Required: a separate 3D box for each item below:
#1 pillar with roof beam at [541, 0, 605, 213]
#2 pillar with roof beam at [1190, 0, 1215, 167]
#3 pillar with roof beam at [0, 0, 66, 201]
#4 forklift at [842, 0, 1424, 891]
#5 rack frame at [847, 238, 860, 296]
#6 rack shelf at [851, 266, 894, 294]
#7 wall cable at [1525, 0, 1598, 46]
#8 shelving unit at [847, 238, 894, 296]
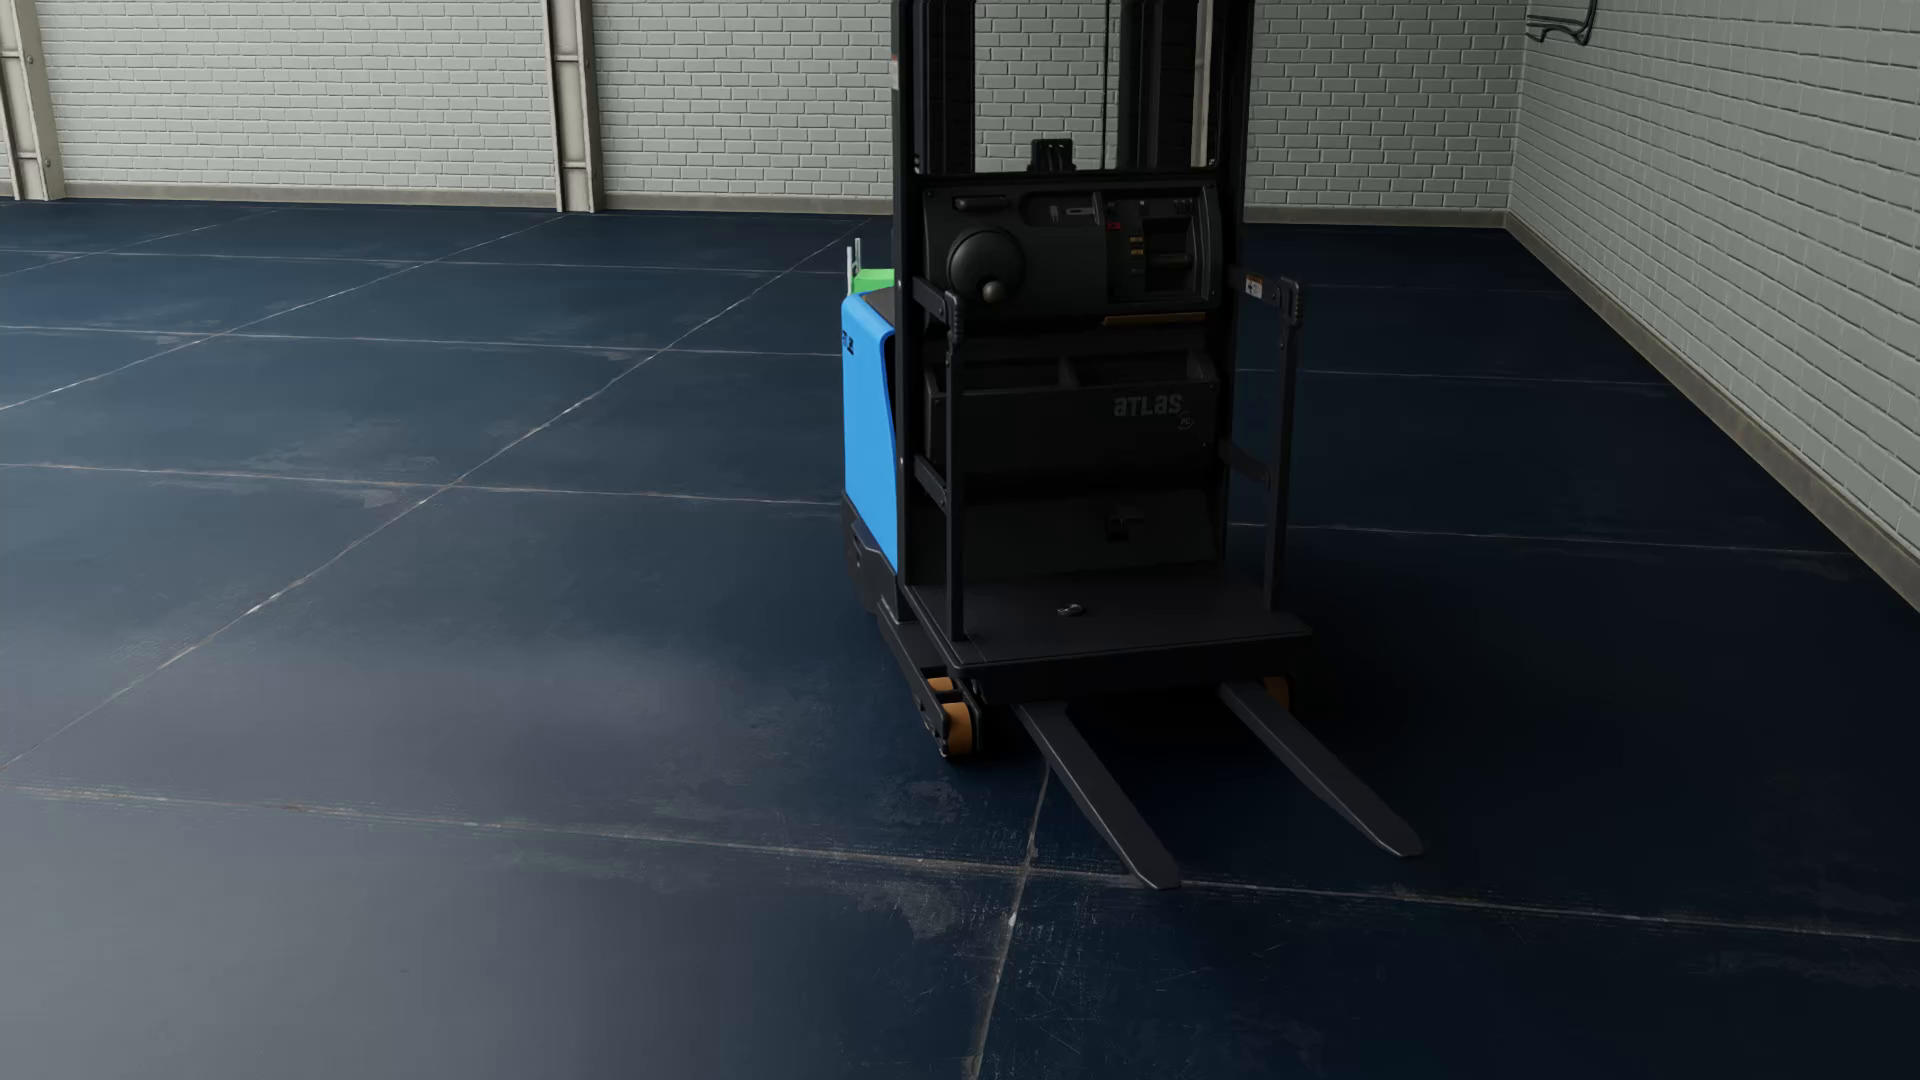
[{"bbox_3d":[-4.488,-6.234,11.252,0.400,9.000,9.100,3,19,9],"label":"pillar with roof beam"},{"bbox_3d":[1.436,-5.932,10.350,0.400,9.000,9.100,3,19,9],"label":"pillar with roof beam"},{"bbox_3d":[-10.412,-6.536,12.155,0.400,9.000,9.100,3,19,9],"label":"pillar with roof beam"},{"bbox_3d":[0.400,-0.883,4.823,1.130,2.935,3.031,-5,19,-13],"label":"forklift"},{"bbox_3d":[-0.415,-0.591,6.678,0.015,1.200,0.240,2,19,5],"label":"rack frame"},{"bbox_3d":[-0.172,-0.979,6.526,0.480,0.148,0.258,2,19,5],"label":"rack shelf"},{"bbox_3d":[4.818,-5.245,13.192,0.112,2.526,3.097,3,19,9],"label":"wall cable"},{"bbox_3d":[-0.172,-0.584,6.658,0.503,1.200,0.258,2,19,5],"label":"shelving unit"}]
